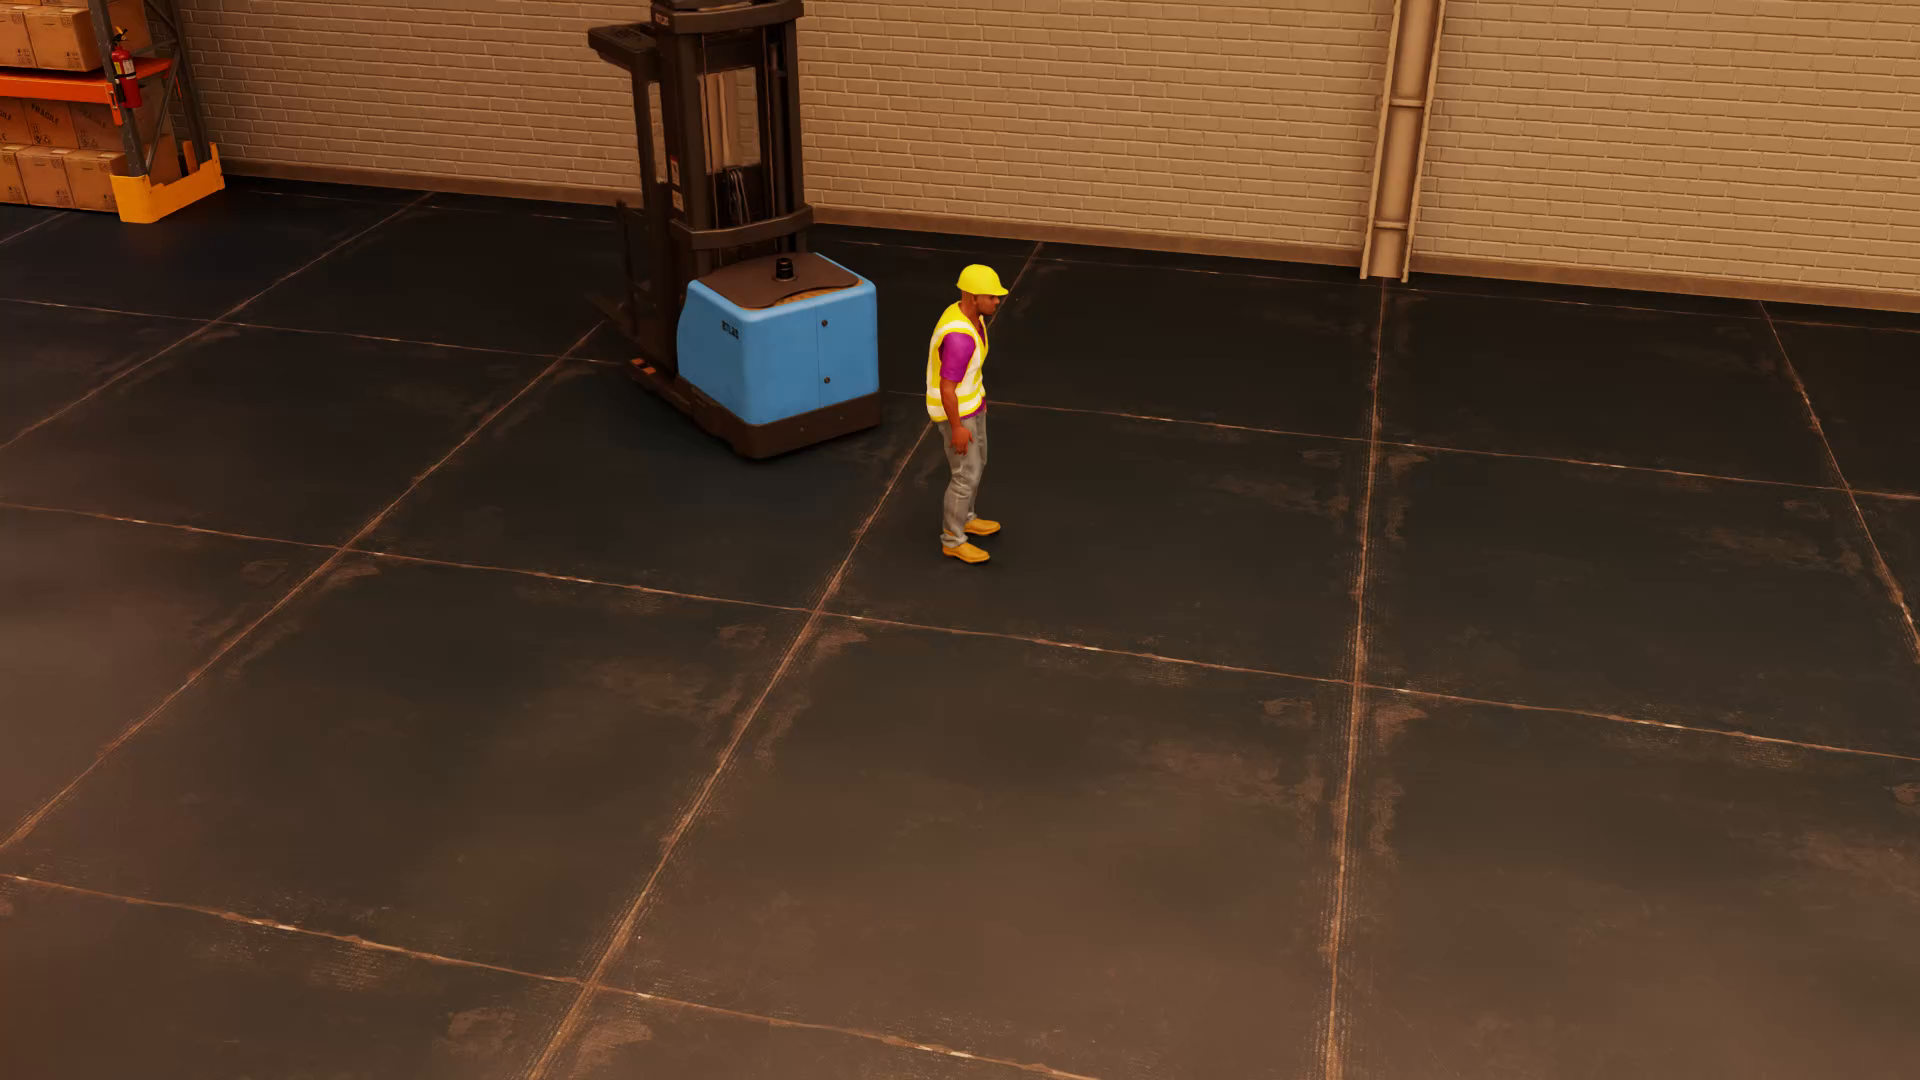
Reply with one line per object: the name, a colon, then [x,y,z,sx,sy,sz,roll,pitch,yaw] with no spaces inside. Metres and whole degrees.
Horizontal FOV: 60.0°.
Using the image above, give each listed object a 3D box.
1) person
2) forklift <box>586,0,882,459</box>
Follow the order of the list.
person: [0.041,-0.763,9.709,0.460,1.760,0.626,6,30,10]
forklift: [-1.797,-2.485,11.556,1.130,2.935,3.031,-19,35,-30]
